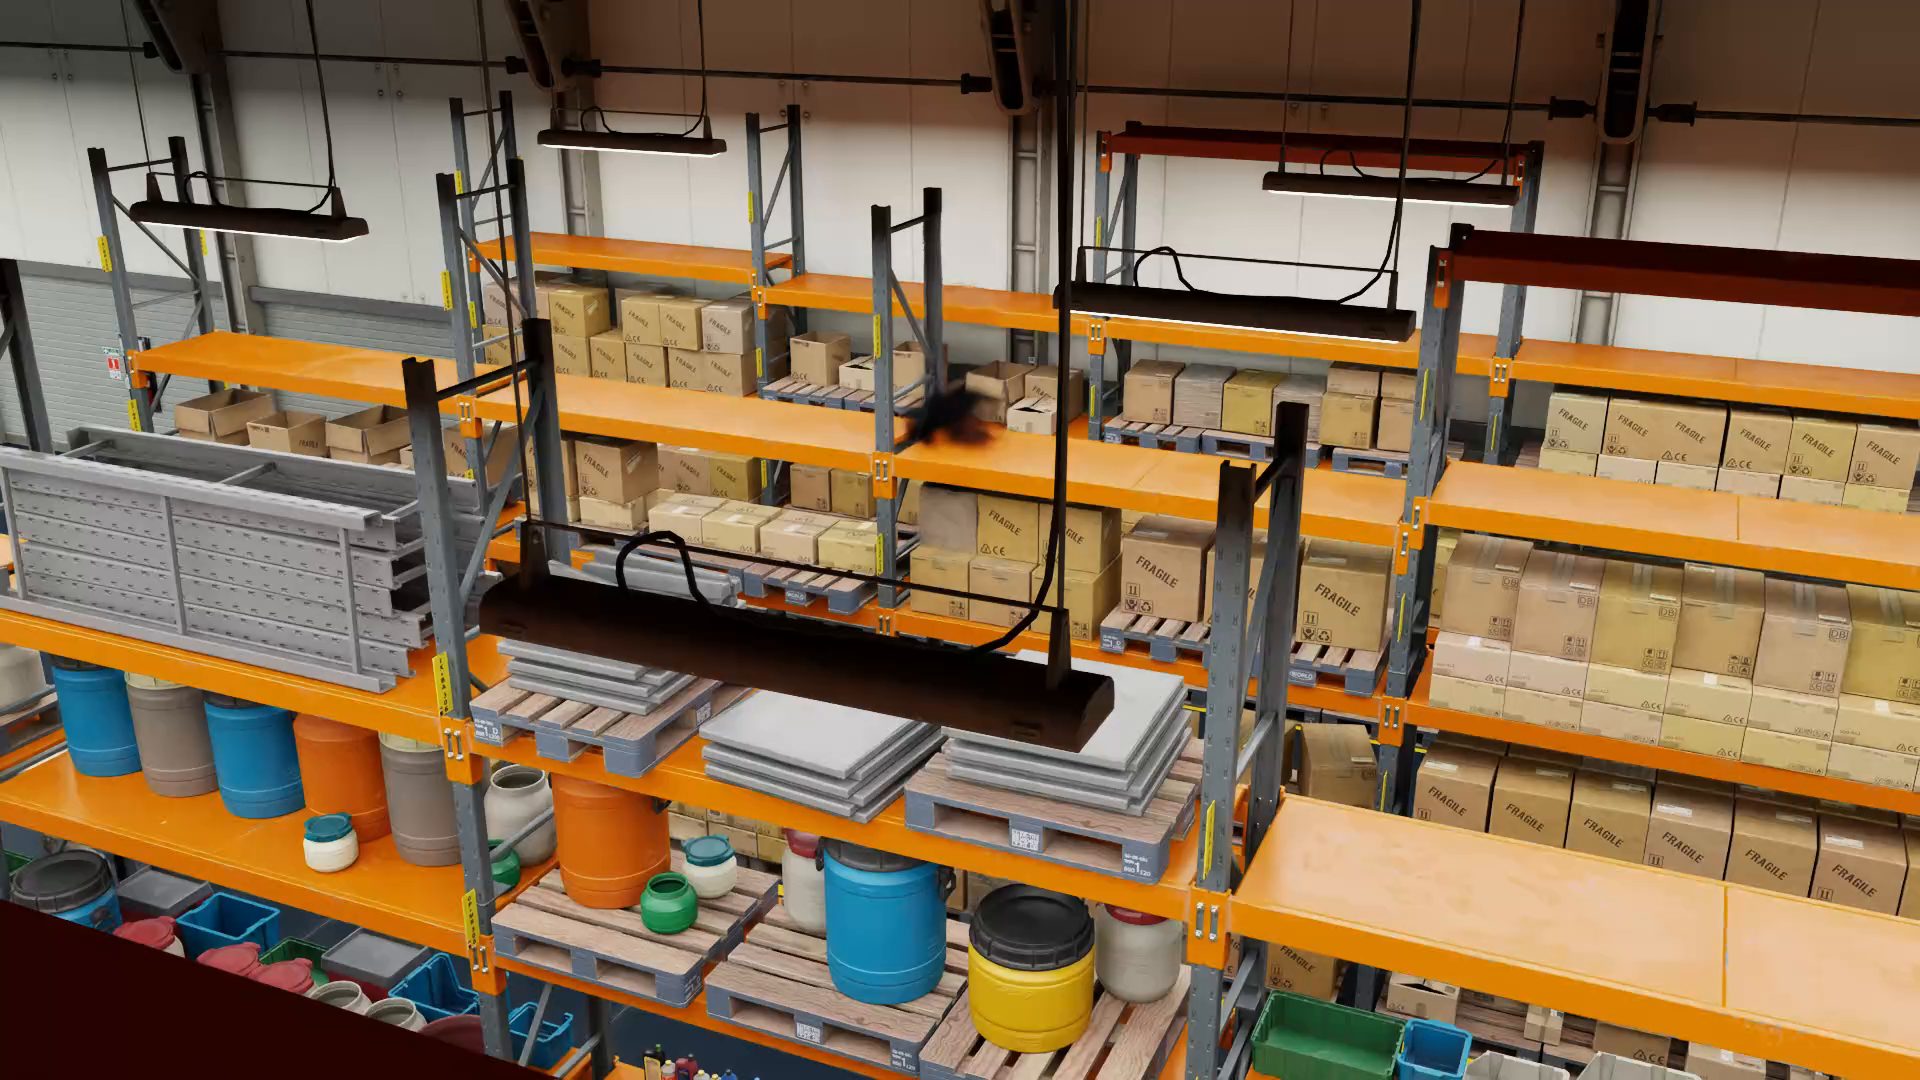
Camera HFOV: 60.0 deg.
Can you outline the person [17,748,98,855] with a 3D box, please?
[{"bbox_3d":[-7.637,2.311,14.052,0.608,1.744,0.665,12,23,28],"label":"person"}]
